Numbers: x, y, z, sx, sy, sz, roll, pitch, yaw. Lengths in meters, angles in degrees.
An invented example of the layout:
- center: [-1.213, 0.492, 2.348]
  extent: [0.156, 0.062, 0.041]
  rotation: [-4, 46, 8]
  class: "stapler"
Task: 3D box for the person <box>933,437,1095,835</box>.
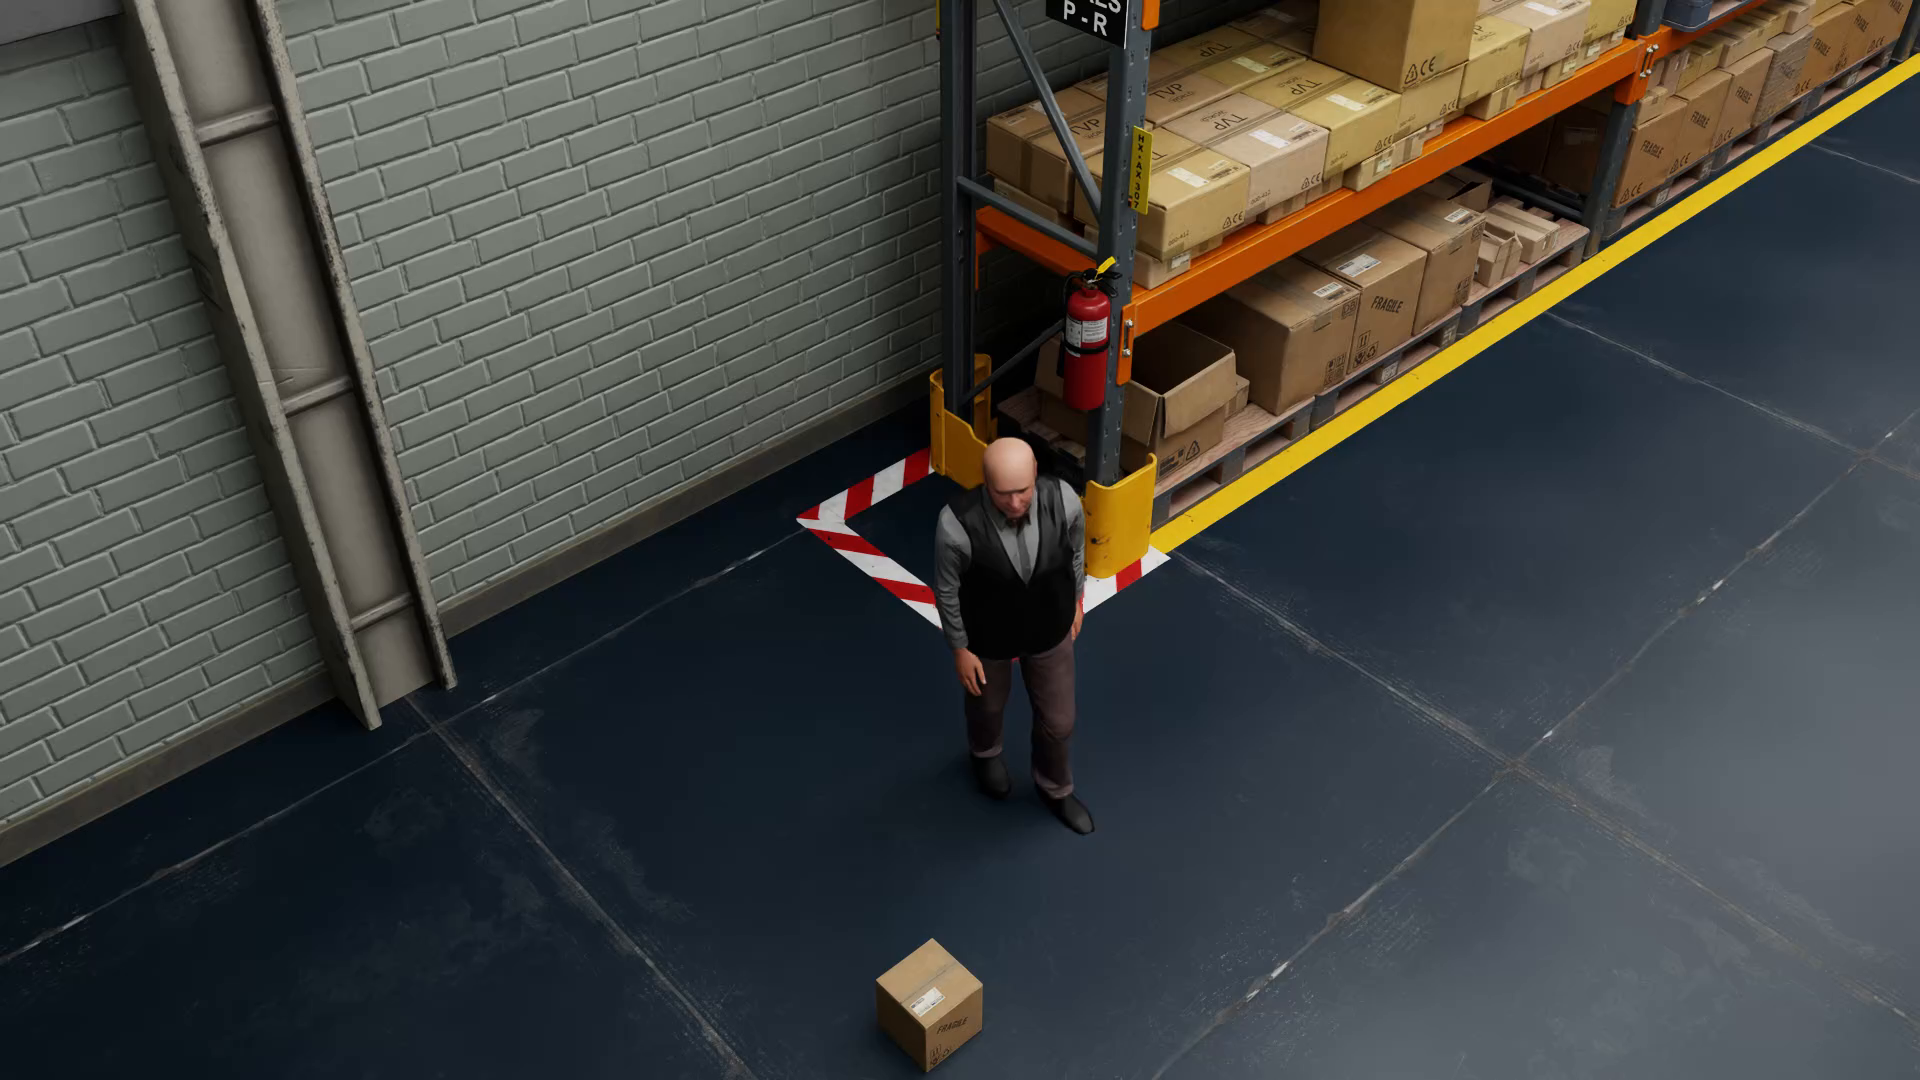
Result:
- center: [0.180, 0.314, 5.811]
  extent: [0.576, 1.758, 0.524]
  rotation: [-8, 40, -10]
  class: "person"
